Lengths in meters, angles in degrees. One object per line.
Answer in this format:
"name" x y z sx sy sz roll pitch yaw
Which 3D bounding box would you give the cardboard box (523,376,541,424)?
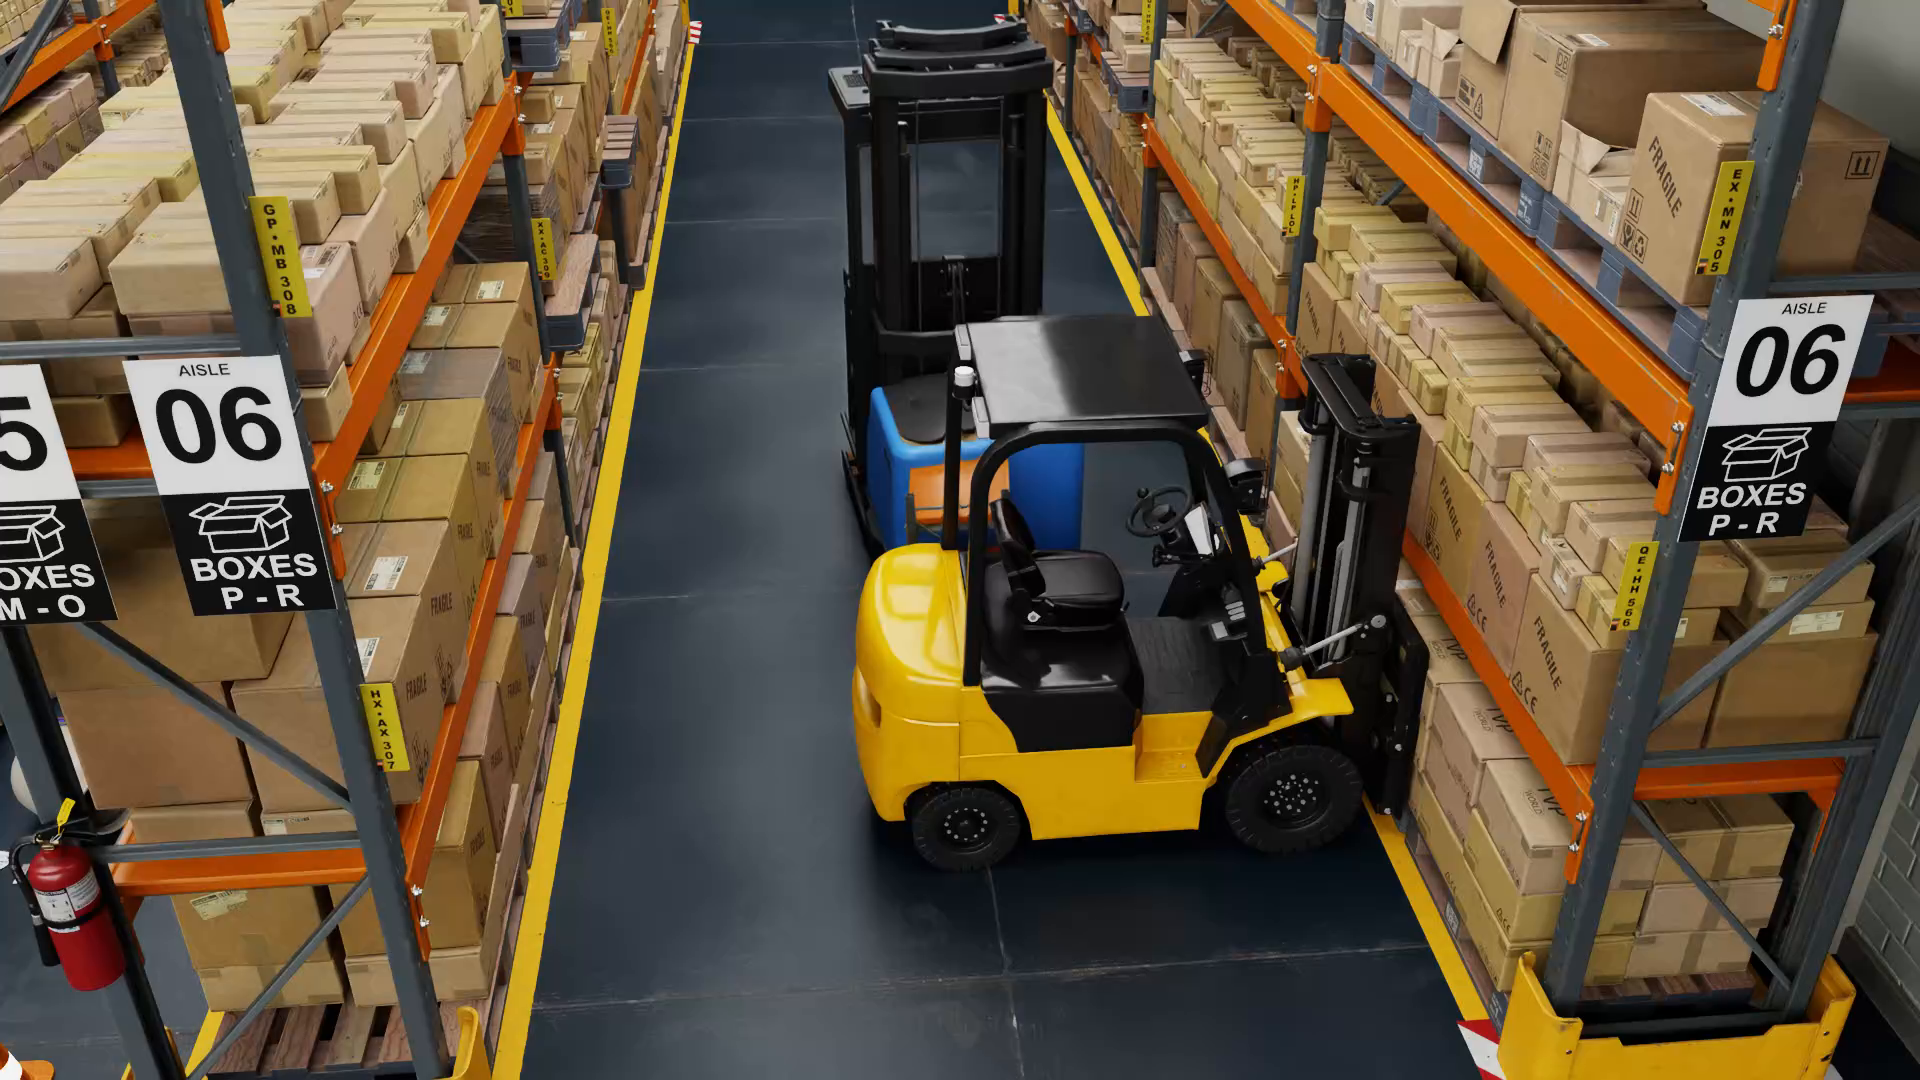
"cardboard box" -2.292 -0.691 8.227 0.380 0.149 0.250 -2 31 -3

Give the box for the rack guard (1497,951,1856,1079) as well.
"rack guard" 2.662 1.812 6.228 1.175 0.500 0.348 -3 31 -5

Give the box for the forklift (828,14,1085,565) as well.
"forklift" -0.124 -1.578 9.534 1.130 2.935 3.031 -6 31 -10

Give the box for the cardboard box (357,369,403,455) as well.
"cardboard box" -2.645 -0.659 6.565 0.700 0.500 0.500 -3 31 -5

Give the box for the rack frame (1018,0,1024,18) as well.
"rack frame" 1.165 -7.442 19.284 1.000 3.000 0.127 -3 31 -5

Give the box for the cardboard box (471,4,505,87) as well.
"cardboard box" -2.346 -2.213 7.461 0.500 0.250 0.500 -3 31 -5

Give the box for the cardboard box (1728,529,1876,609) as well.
"cardboard box" 2.841 0.096 5.644 0.380 0.149 0.250 -3 31 -6

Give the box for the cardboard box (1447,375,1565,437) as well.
"cardboard box" 2.198 -0.542 6.712 0.380 0.149 0.250 -2 31 -4

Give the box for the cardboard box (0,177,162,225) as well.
"cardboard box" -2.635 -0.977 5.003 0.380 0.149 0.250 -3 31 -5

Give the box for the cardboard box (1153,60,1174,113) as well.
"cardboard box" 1.686 -3.268 11.955 0.500 0.250 0.500 -3 31 -5

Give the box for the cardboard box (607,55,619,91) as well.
"cardboard box" -2.831 -3.538 12.408 0.500 0.250 0.500 -3 31 -5

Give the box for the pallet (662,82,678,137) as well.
"pallet" -3.396 -4.355 16.835 1.003 0.211 1.213 -3 31 -5

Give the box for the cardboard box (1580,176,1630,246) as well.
"cardboard box" 2.280 -1.085 5.453 0.380 0.149 0.250 -4 31 -6

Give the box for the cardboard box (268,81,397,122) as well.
"cardboard box" -2.223 -1.525 5.920 0.380 0.149 0.250 -2 31 -4

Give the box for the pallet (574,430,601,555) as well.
"pallet" -2.730 -0.276 10.006 1.003 0.211 1.213 -3 31 -5

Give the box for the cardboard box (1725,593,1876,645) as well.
"cardboard box" 2.887 0.220 5.726 0.380 0.149 0.250 -4 31 -6

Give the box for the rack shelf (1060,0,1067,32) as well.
"rack shelf" 1.352 -6.112 17.759 1.077 0.370 4.000 -3 31 -5

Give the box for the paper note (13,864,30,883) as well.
"paper note" -4.113 1.463 7.291 0.032 0.001 0.123 -3 31 -5

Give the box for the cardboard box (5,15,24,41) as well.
"cardboard box" -7.987 -4.221 13.726 0.380 0.149 0.250 -4 31 -7

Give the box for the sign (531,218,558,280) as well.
"sign" -2.116 -1.477 8.453 0.100 0.325 0.005 -3 31 -5

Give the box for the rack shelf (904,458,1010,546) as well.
"rack shelf" 0.003 -0.262 8.487 0.538 0.278 1.000 -3 32 2

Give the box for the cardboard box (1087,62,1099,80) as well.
"cardboard box" 1.410 -4.452 15.673 0.380 0.149 0.250 -4 31 -6

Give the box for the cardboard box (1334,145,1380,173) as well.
"cardboard box" 2.427 -2.223 9.816 0.380 0.149 0.250 -3 31 -5

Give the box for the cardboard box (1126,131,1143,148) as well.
"cardboard box" 1.577 -3.257 13.674 0.380 0.149 0.250 -4 31 -6

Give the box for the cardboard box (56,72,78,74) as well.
"cardboard box" -8.678 -4.381 15.949 0.380 0.149 0.250 -2 31 -4

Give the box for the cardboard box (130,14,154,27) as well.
"cardboard box" -8.943 -5.572 17.943 0.380 0.149 0.250 -3 31 -5

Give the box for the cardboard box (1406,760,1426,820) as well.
"cardboard box" 2.227 0.992 7.435 0.500 0.250 0.500 -2 31 -4

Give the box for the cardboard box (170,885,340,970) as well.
"cardboard box" -2.616 1.248 6.275 0.500 0.500 0.500 -3 31 -4

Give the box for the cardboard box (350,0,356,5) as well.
"cardboard box" -2.854 -2.770 8.274 0.500 0.250 0.500 -3 31 -6

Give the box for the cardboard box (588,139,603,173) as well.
"cardboard box" -2.544 -2.505 10.855 0.380 0.149 0.250 -2 31 -4

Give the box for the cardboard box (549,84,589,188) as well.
"cardboard box" -2.552 -2.450 10.129 0.500 0.500 0.500 -4 31 -7

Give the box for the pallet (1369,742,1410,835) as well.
"pallet" 2.436 0.914 8.013 1.003 0.211 1.213 -3 31 -5

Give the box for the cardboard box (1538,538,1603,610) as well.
"cardboard box" 2.295 0.113 5.906 0.380 0.149 0.250 -2 31 -4

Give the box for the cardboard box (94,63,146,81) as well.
"cardboard box" -8.187 -4.539 16.214 0.380 0.149 0.250 -3 31 -5

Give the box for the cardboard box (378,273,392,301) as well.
"cardboard box" -2.170 -0.925 5.694 0.380 0.149 0.250 -4 31 -6

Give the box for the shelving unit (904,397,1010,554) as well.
"shelving unit" 0.018 -0.013 8.640 0.538 1.125 1.048 -3 32 2

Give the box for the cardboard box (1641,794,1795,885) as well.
"cardboard box" 2.804 1.044 6.375 0.500 0.250 0.500 -3 31 -5

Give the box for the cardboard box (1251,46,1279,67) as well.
"cardboard box" 2.280 -3.394 11.777 0.380 0.149 0.250 -2 31 -3

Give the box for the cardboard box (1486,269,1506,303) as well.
"cardboard box" 2.723 -1.226 7.858 0.380 0.149 0.250 -3 31 -6

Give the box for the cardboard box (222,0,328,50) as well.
"cardboard box" -2.882 -2.155 6.974 0.380 0.149 0.250 -4 31 -6

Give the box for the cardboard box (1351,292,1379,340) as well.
"cardboard box" 2.081 -1.068 7.883 0.380 0.149 0.250 -2 31 -3

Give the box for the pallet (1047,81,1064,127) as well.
"pallet" 1.476 -4.553 17.167 1.003 0.211 1.213 -3 31 -5

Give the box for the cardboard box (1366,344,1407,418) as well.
"cardboard box" 2.181 -0.595 7.724 0.500 0.500 0.500 -3 31 -5

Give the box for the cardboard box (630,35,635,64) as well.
"cardboard box" -2.983 -4.096 13.829 0.500 0.250 0.500 -3 31 -5

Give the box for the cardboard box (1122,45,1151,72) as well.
"cardboard box" 1.469 -3.747 12.933 0.380 0.149 0.250 -2 31 -4

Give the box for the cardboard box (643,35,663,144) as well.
"cardboard box" -3.265 -4.115 15.377 0.875 0.875 0.875 -2 31 -3

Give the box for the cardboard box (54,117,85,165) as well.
"cardboard box" -7.954 -3.350 14.462 0.500 0.500 0.500 -3 31 -6

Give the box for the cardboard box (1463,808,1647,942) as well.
"cardboard box" 2.303 1.279 6.468 0.500 0.250 0.500 -3 31 -5

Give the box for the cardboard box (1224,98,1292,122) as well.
"cardboard box" 1.901 -2.715 10.641 0.380 0.149 0.250 -3 31 -5

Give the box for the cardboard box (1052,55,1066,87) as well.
"cardboard box" 1.161 -4.859 17.216 0.396 0.266 0.258 -2 31 -3

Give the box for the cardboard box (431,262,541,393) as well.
"cardboard box" -2.366 -1.031 8.163 0.500 0.500 0.500 -4 31 -6

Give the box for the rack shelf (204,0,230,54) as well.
"rack shelf" -2.468 -2.320 5.563 1.077 0.370 4.000 -3 31 -5

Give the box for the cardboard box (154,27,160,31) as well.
"cardboard box" -8.822 -5.454 18.037 0.380 0.149 0.250 -2 31 -4
